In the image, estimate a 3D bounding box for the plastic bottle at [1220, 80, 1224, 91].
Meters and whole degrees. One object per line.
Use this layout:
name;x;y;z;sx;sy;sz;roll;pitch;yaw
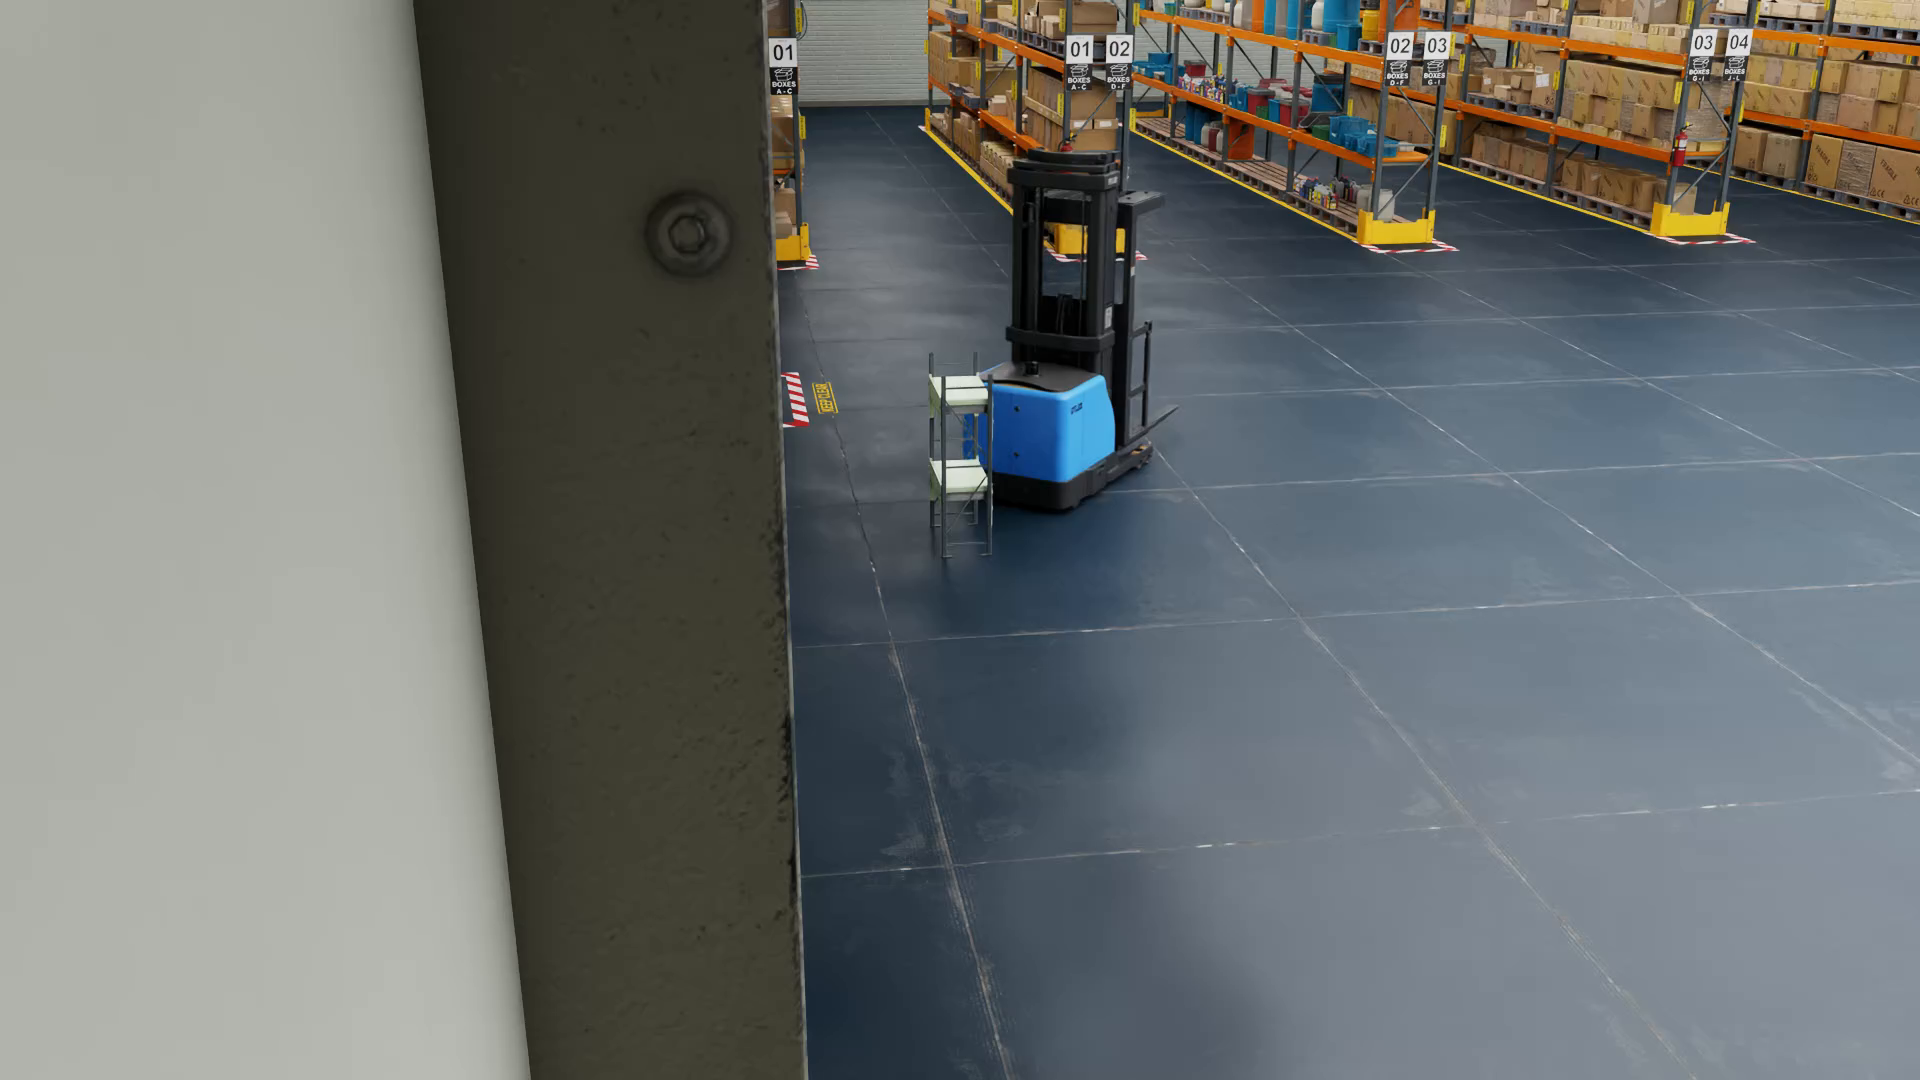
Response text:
plastic bottle;5.620;-9.731;35.666;0.097;0.271;0.097;0;20;0

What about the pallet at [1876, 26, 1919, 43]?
pallet;16.477;-8.625;28.362;1.003;0.211;1.213;-3;21;-8

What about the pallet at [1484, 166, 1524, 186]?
pallet;10.981;-7.138;32.526;1.003;0.211;1.213;-3;21;-8

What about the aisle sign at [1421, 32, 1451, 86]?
aisle sign;7.250;-7.325;25.324;0.394;0.787;0.004;-3;21;-8

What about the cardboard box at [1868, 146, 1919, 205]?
cardboard box;16.481;-6.319;28.785;0.875;0.875;0.875;-3;21;-9

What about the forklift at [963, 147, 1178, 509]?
forklift;1.163;-2.106;15.167;1.130;2.935;3.031;11;23;27

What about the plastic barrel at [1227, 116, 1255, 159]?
plastic barrel;5.709;-8.235;33.980;0.600;0.830;0.708;-3;21;-8

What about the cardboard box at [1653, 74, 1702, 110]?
cardboard box;11.527;-7.199;26.707;0.500;0.500;0.500;-3;21;-8

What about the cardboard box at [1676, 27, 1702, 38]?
cardboard box;11.502;-7.969;26.122;0.380;0.149;0.250;-3;21;-8

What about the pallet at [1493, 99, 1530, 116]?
pallet;11.023;-8.363;32.095;1.003;0.211;1.213;-3;21;-8

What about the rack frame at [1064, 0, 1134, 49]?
rack frame;2.047;-8.679;24.091;1.000;3.000;0.127;-3;21;-8

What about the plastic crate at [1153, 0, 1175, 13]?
plastic crate;4.657;-12.223;38.038;0.437;0.282;0.530;-3;21;-8

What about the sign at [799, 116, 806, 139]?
sign;-2.317;-6.050;24.391;0.100;0.325;0.005;-3;21;-8

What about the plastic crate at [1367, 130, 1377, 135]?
plastic crate;6.858;-6.829;28.090;0.530;0.136;0.437;-3;21;-8

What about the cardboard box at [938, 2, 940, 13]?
cardboard box;-0.225;-12.033;37.573;0.500;0.250;0.500;-3;21;-8

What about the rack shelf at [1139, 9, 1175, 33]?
rack shelf;4.931;-12.032;38.386;1.077;0.370;4.000;-3;21;-8

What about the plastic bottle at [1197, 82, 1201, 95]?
plastic bottle;5.080;-9.556;35.198;0.097;0.271;0.097;0;20;0

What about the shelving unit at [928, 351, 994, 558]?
shelving unit;0.001;-0.700;13.448;0.431;1.500;0.755;-3;21;-8

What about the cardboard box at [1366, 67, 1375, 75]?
cardboard box;9.721;-10.909;38.427;0.500;0.250;0.500;-2;21;-6

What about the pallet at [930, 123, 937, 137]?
pallet;-0.132;-9.799;39.652;1.003;0.211;1.213;-3;21;-8

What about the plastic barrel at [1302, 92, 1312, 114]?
plastic barrel;6.452;-7.908;30.407;0.433;0.535;0.433;0;20;0

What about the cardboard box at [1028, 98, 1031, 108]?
cardboard box;1.354;-7.414;28.210;0.380;0.149;0.250;-3;21;-7

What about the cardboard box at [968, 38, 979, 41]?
cardboard box;0.453;-10.894;37.026;0.500;0.500;0.500;-4;21;-9

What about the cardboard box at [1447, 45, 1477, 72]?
cardboard box;10.517;-10.133;34.983;0.797;0.503;0.637;-2;21;-6

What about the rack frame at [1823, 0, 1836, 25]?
rack frame;16.197;-10.777;29.710;1.000;3.000;0.127;-3;21;-8

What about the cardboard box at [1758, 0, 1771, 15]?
cardboard box;15.653;-10.346;32.226;0.500;0.311;0.500;-3;21;-9

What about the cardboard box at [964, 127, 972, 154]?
cardboard box;0.371;-8.346;34.718;0.500;0.500;0.500;-4;21;-10

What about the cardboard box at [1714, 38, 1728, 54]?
cardboard box;12.037;-7.881;26.458;0.500;0.250;0.500;-2;21;-6

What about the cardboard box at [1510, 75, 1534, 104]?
cardboard box;10.933;-8.592;31.686;0.797;0.503;0.637;-1;20;-2

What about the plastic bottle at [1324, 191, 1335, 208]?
plastic bottle;6.242;-5.749;28.087;0.152;0.276;0.135;-3;21;-7

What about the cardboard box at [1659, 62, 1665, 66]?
cardboard box;15.024;-10.034;35.202;0.380;0.149;0.250;-2;21;-6

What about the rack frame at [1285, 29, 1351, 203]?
rack frame;6.373;-7.502;29.514;1.000;3.000;0.127;-3;21;-8

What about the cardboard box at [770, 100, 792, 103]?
cardboard box;-2.917;-6.797;26.741;0.500;0.500;0.500;-4;21;-9

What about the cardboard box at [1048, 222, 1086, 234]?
cardboard box;1.678;-4.948;26.006;0.500;0.250;0.500;-3;21;-8

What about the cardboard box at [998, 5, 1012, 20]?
cardboard box;1.015;-10.016;31.572;0.500;0.250;0.500;-4;21;-12

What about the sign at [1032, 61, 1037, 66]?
sign;1.443;-9.210;32.433;0.100;0.325;0.005;-3;21;-8

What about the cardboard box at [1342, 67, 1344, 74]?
cardboard box;9.419;-11.293;40.025;0.380;0.149;0.250;-3;21;-9

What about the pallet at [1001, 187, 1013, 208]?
pallet;1.326;-6.200;30.015;1.003;0.211;1.213;-3;21;-8

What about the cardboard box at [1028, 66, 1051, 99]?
cardboard box;1.541;-7.755;28.194;0.700;0.500;0.500;-3;21;-7

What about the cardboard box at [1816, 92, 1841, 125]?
cardboard box;16.262;-7.910;30.393;0.875;0.550;0.550;-3;21;-8

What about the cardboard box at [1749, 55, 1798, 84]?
cardboard box;15.899;-9.181;32.440;0.700;0.500;0.500;-3;21;-8

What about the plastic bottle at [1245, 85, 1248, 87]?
plastic bottle;5.945;-9.320;34.567;0.097;0.271;0.097;0;20;0

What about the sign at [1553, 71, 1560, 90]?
sign;10.725;-8.265;29.902;0.100;0.325;0.005;-3;21;-8

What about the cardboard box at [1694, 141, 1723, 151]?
cardboard box;12.046;-6.360;26.816;0.380;0.149;0.250;-3;21;-8

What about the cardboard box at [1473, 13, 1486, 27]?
cardboard box;10.513;-10.296;32.923;0.500;0.250;0.500;-3;21;-7

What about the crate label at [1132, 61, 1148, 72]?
crate label;4.353;-11.504;40.384;0.416;0.233;0.303;-3;21;-8

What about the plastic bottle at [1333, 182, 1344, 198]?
plastic bottle;6.636;-6.141;29.135;0.152;0.276;0.135;-3;21;-8

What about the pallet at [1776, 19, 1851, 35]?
pallet;16.016;-9.597;31.111;0.805;0.209;1.217;-4;21;-10

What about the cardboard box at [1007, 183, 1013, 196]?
cardboard box;1.124;-6.291;29.602;0.500;0.250;0.500;-3;21;-8

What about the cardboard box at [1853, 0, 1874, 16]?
cardboard box;16.065;-9.327;29.159;0.500;0.250;0.500;-3;21;-8

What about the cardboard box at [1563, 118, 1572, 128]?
cardboard box;11.031;-7.457;29.754;0.380;0.149;0.250;-3;21;-8

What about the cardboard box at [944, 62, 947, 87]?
cardboard box;-0.084;-10.408;37.154;0.500;0.500;0.500;-2;21;-6

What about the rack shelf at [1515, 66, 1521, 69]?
rack shelf;14.755;-11.092;40.155;1.077;0.370;4.000;-3;21;-8
